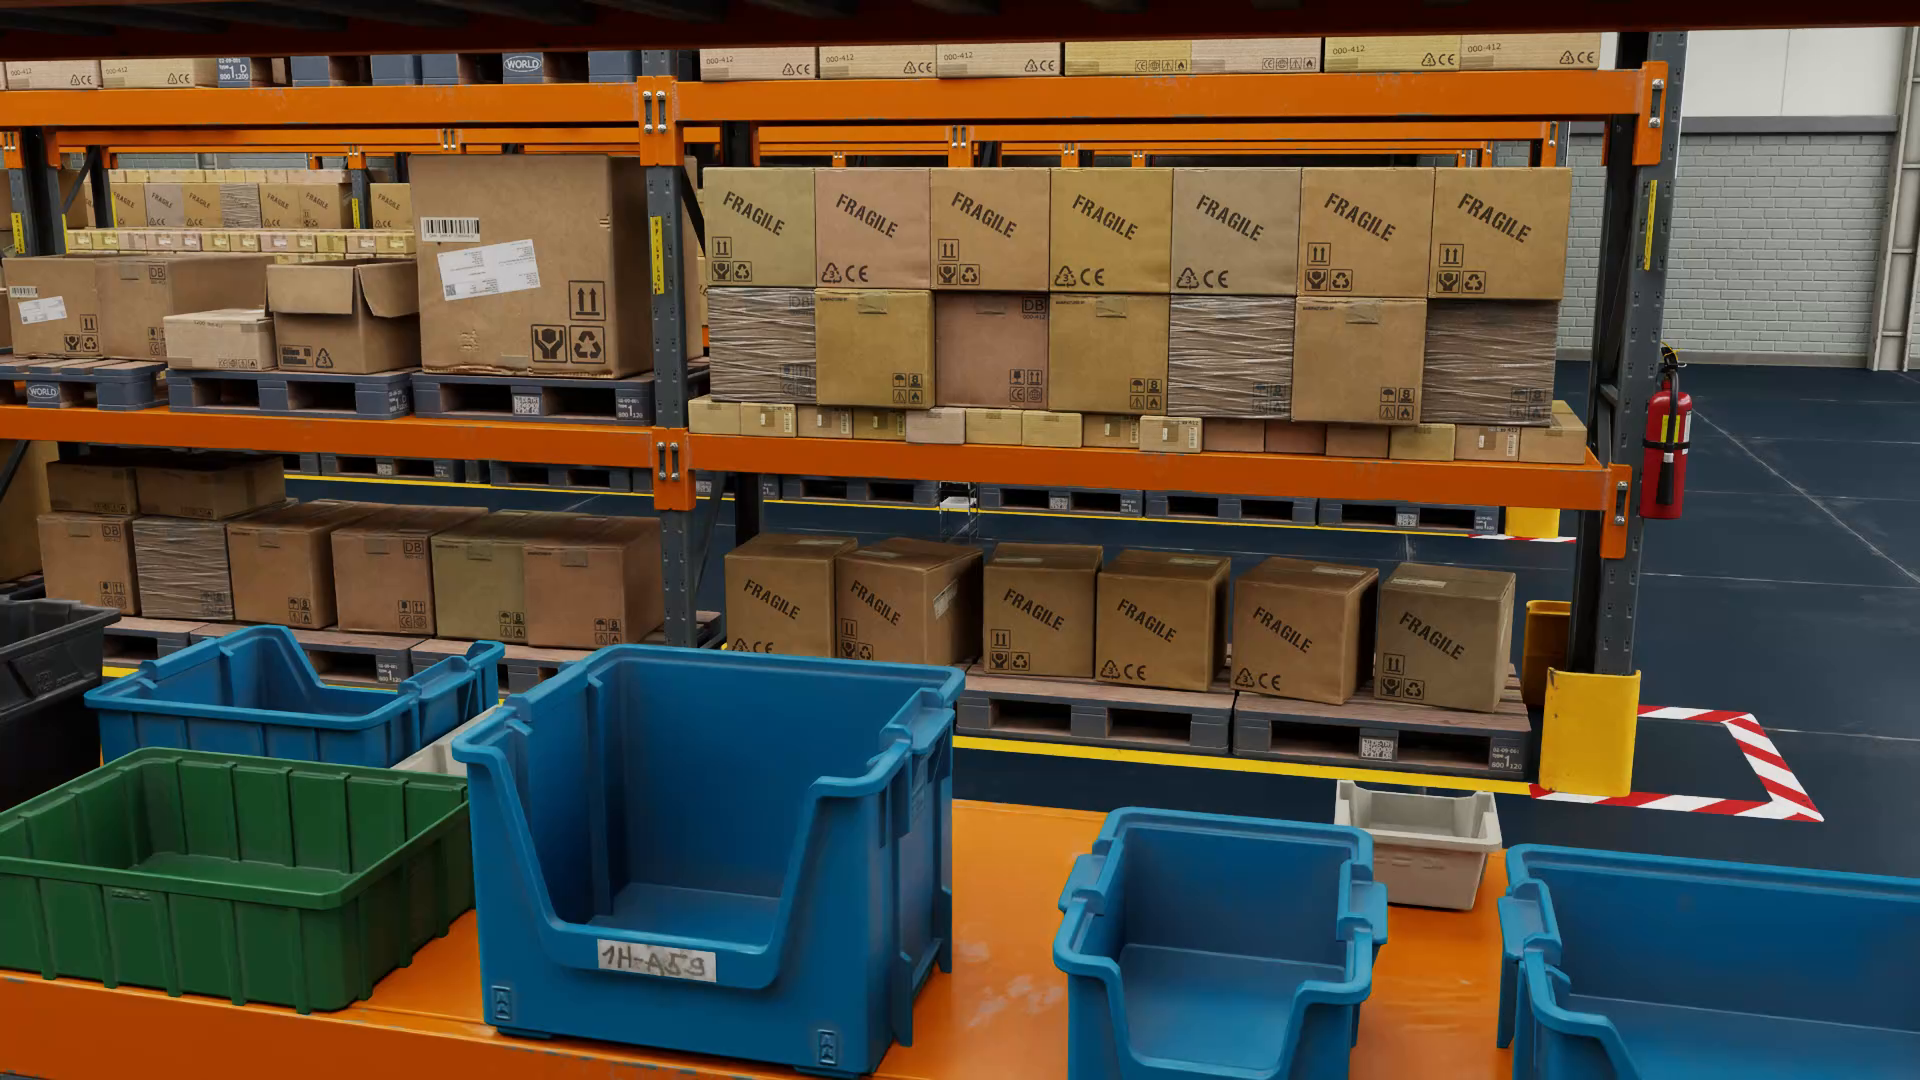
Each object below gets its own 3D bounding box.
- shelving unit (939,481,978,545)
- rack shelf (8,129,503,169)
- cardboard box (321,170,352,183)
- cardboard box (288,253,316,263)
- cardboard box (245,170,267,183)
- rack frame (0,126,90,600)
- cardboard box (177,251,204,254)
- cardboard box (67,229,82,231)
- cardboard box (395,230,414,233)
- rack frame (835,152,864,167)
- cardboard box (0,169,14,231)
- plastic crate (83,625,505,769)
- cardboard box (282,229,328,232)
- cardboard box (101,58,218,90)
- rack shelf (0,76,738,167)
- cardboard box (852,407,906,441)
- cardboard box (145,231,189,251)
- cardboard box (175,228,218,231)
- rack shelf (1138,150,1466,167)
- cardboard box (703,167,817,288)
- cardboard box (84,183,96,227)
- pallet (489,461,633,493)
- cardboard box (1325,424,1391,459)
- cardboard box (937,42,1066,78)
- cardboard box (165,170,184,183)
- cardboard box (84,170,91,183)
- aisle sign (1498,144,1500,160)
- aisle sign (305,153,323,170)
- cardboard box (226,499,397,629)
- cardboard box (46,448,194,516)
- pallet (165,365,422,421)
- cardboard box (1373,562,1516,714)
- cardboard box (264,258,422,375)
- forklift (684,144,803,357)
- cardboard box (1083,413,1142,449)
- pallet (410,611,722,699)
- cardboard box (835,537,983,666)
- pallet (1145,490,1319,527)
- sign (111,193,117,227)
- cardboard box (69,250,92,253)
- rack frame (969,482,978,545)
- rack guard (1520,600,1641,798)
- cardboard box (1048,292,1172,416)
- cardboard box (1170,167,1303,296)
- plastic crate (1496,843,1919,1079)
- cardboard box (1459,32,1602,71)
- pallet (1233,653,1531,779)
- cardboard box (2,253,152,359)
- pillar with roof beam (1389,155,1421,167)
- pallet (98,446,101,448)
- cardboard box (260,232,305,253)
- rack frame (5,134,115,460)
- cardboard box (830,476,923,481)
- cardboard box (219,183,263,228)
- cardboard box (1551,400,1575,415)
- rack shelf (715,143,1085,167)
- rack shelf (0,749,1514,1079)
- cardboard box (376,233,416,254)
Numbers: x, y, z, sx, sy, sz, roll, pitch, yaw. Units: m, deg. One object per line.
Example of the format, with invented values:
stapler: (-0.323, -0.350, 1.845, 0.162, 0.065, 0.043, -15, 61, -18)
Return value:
shelving unit: (-0.008, -0.440, 11.138, 0.210, 0.900, 0.258, 3, 13, 14)
rack shelf: (-5.708, -3.234, 13.623, 4.000, 0.370, 1.077, 3, 13, 14)
cardboard box: (-6.937, -4.074, 18.634, 0.250, 0.149, 0.380, 3, 13, 12)
cardboard box: (-5.113, -2.215, 13.214, 0.250, 0.149, 0.380, 3, 13, 14)
cardboard box: (-7.908, -4.140, 18.933, 0.250, 0.149, 0.380, 3, 13, 13)
rack frame: (-5.053, -0.980, 8.724, 0.127, 3.000, 1.000, 3, 13, 14)
cardboard box: (-6.102, -2.268, 13.457, 0.250, 0.149, 0.380, 3, 13, 13)
cardboard box: (-7.377, -2.481, 13.727, 0.250, 0.149, 0.380, 4, 13, 16)
cardboard box: (-4.430, -2.468, 13.671, 0.250, 0.149, 0.380, 3, 13, 12)
rack frame: (-1.493, -4.108, 22.823, 0.127, 3.000, 1.000, 3, 13, 14)
cardboard box: (-8.171, -2.875, 14.040, 0.500, 0.500, 0.500, 3, 13, 12)
plastic crate: (-1.216, 0.342, 3.109, 0.616, 0.251, 0.499, 3, 13, 14)
cardboard box: (-5.445, -2.523, 13.917, 0.250, 0.149, 0.380, 3, 13, 15)
cardboard box: (-3.658, -2.242, 7.833, 0.500, 0.250, 0.500, 3, 13, 15)
rack shelf: (-3.111, -1.989, 8.009, 4.000, 0.370, 1.077, 3, 13, 14)
cardboard box: (-0.298, -0.541, 7.328, 0.250, 0.149, 0.380, 3, 13, 14)
cardboard box: (-6.366, -2.427, 13.485, 0.250, 0.149, 0.380, 3, 13, 13)
cardboard box: (-6.447, -2.577, 14.160, 0.250, 0.149, 0.380, 3, 13, 13)
rack shelf: (4.333, -4.909, 21.172, 4.000, 0.370, 1.077, 3, 13, 14)
cardboard box: (-0.793, -1.377, 7.291, 0.500, 0.500, 0.500, 3, 13, 14)
cardboard box: (-10.047, -3.931, 19.487, 0.500, 0.500, 0.500, 3, 13, 12)
pallet: (-3.019, -0.599, 13.448, 1.213, 0.211, 1.003, 3, 13, 14)
cardboard box: (1.652, -0.445, 6.893, 0.250, 0.149, 0.380, 3, 13, 14)
cardboard box: (0.201, -2.032, 6.887, 0.500, 0.250, 0.500, 3, 13, 11)
cardboard box: (-8.911, -4.185, 19.136, 0.250, 0.149, 0.380, 3, 13, 14)
cardboard box: (-10.167, -4.256, 19.454, 0.250, 0.149, 0.380, 3, 13, 15)
aisle sign: (5.079, -3.853, 15.675, 0.004, 0.787, 0.394, 3, 13, 14)
aisle sign: (-9.396, -5.734, 24.150, 0.004, 0.787, 0.394, 3, 13, 14)
cardboard box: (-3.304, 0.110, 8.566, 0.500, 0.500, 0.700, 4, 13, 18)
cardboard box: (-4.395, -0.312, 8.738, 0.500, 0.250, 0.500, 4, 13, 16)
pallet: (-3.121, -0.792, 8.321, 1.213, 0.211, 1.003, 3, 13, 14)
cardboard box: (2.112, 0.415, 7.240, 0.500, 0.500, 0.500, 6, 14, 24)
cardboard box: (-2.874, -1.098, 8.050, 0.637, 0.503, 0.797, 4, 13, 19)
forklift: (-1.993, -2.353, 15.074, 3.031, 2.935, 1.130, 2, 13, 11)
cardboard box: (0.681, -0.497, 7.127, 0.250, 0.149, 0.380, 3, 13, 14)
pallet: (-1.925, 0.549, 8.271, 1.213, 0.211, 1.003, 3, 13, 14)
cardboard box: (-0.232, 0.300, 7.756, 0.500, 0.500, 0.500, 8, 15, 31)
pallet: (2.025, -0.330, 12.233, 1.213, 0.211, 1.003, 3, 13, 14)
sign: (-7.520, -2.907, 14.739, 0.005, 0.325, 0.100, 3, 13, 14)
cardboard box: (-7.125, -2.322, 13.700, 0.250, 0.149, 0.380, 3, 13, 12)
rack frame: (0.091, -0.434, 11.114, 0.006, 0.900, 0.240, 3, 13, 14)
rack guard: (2.641, 0.652, 7.141, 0.348, 0.500, 1.175, 3, 13, 14)
cardboard box: (0.715, -0.857, 7.254, 0.500, 0.500, 0.875, 3, 13, 14)
cardboard box: (1.150, -1.274, 6.827, 0.500, 0.500, 0.500, 3, 13, 14)
plastic crate: (0.970, 0.587, 2.008, 0.616, 0.251, 0.499, 3, 13, 14)
cardboard box: (2.185, -1.927, 6.416, 0.500, 0.250, 0.500, 3, 13, 15)
pallet: (1.860, 0.743, 7.396, 1.213, 0.211, 1.003, 3, 13, 14)
cardboard box: (-4.519, -1.214, 8.579, 0.500, 0.500, 0.500, 1, 13, 7)
pillar with roof beam: (4.783, -5.942, 17.238, 0.400, 9.000, 9.100, 3, 13, 14)
pallet: (-8.310, -0.891, 14.763, 1.213, 0.211, 1.003, 3, 13, 14)
cardboard box: (-5.342, -2.373, 13.242, 0.250, 0.149, 0.380, 3, 13, 14)
rack frame: (-7.650, -2.225, 14.337, 0.127, 3.000, 1.000, 3, 13, 14)
cardboard box: (-0.507, -0.930, 12.724, 0.750, 0.750, 1.050, 3, 13, 13)
cardboard box: (-8.073, -3.827, 19.019, 0.500, 0.500, 0.500, 3, 13, 14)
cardboard box: (2.495, -0.507, 7.173, 0.250, 0.149, 0.380, 3, 13, 14)
rack shelf: (-0.736, -4.073, 17.402, 4.000, 0.370, 1.077, 3, 13, 14)
rack shelf: (-0.414, 0.655, 2.689, 3.687, 0.071, 0.831, 3, 13, 14)
cardboard box: (-4.352, -2.319, 12.999, 0.250, 0.149, 0.380, 3, 13, 11)
